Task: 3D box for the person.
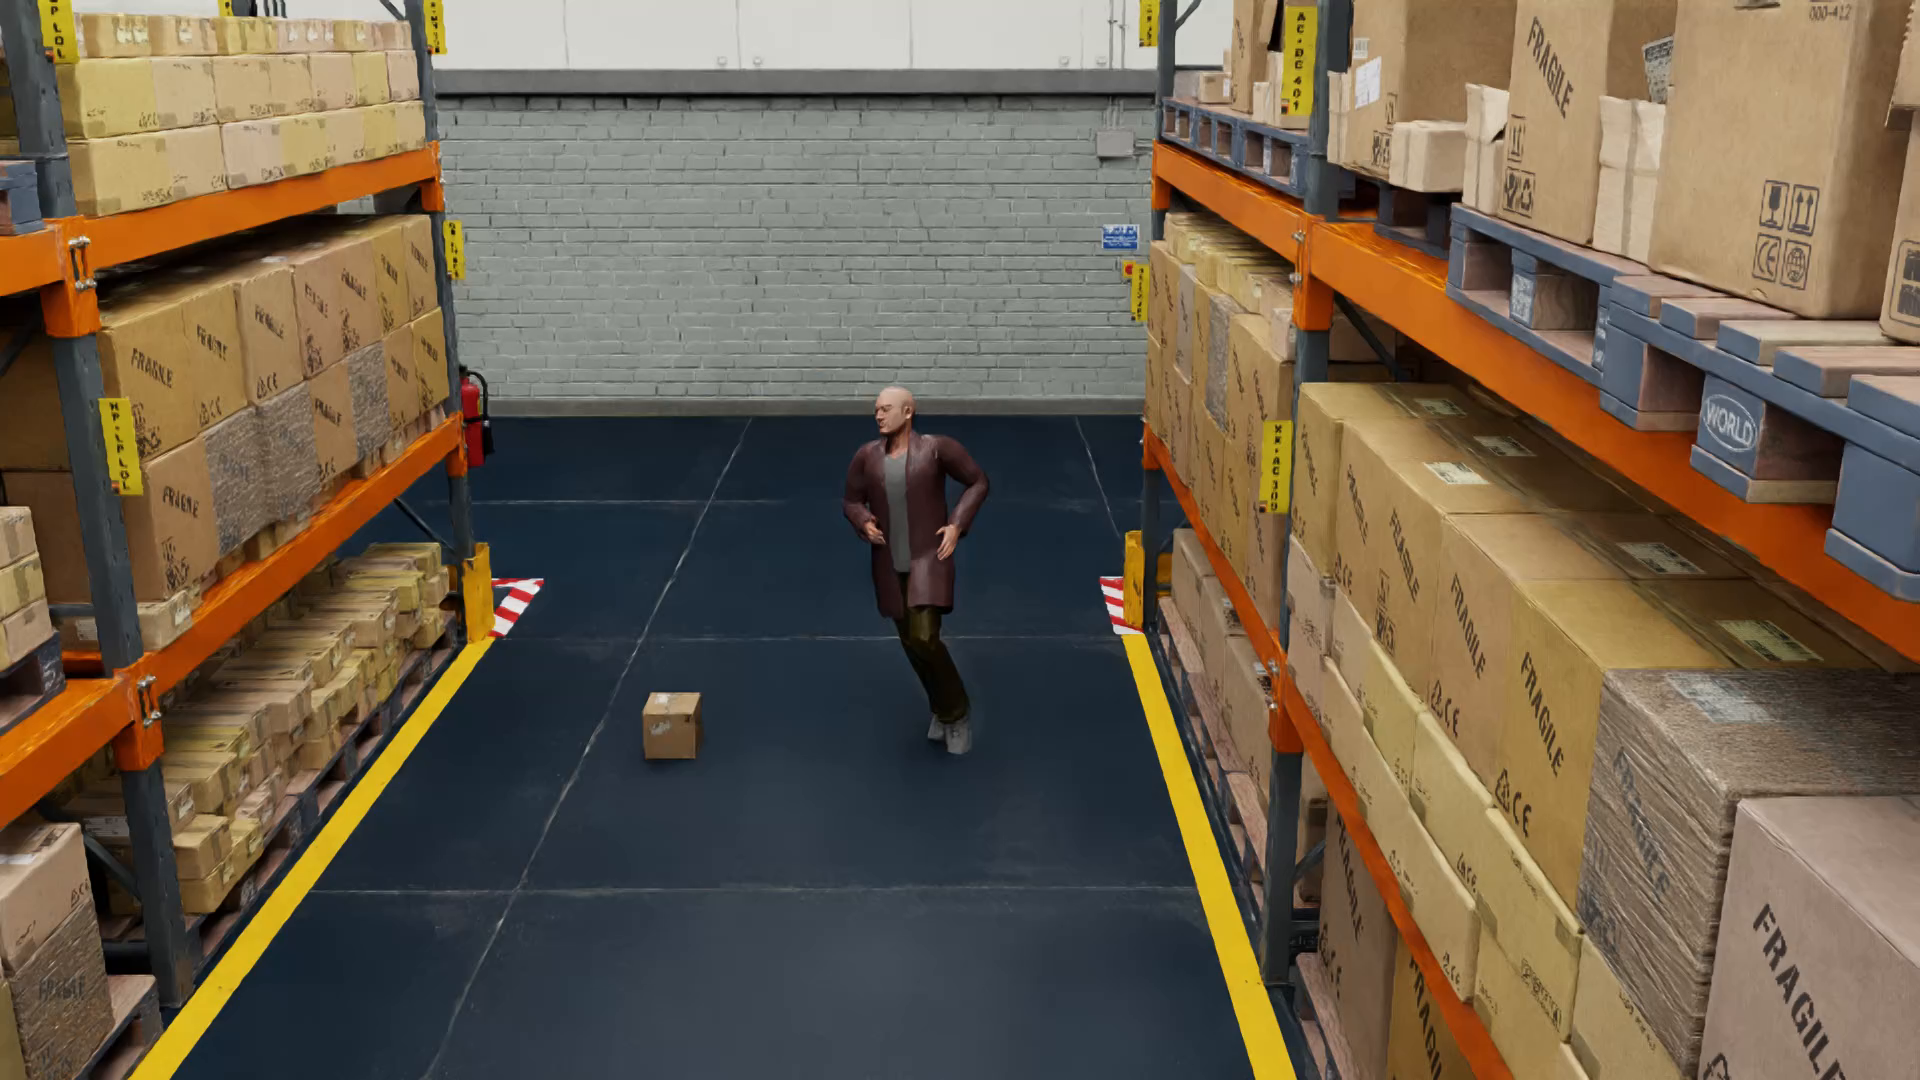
[{"bbox_3d":[-0.249,0.149,8.203,0.748,1.790,0.582,7,18,21],"label":"person"}]
